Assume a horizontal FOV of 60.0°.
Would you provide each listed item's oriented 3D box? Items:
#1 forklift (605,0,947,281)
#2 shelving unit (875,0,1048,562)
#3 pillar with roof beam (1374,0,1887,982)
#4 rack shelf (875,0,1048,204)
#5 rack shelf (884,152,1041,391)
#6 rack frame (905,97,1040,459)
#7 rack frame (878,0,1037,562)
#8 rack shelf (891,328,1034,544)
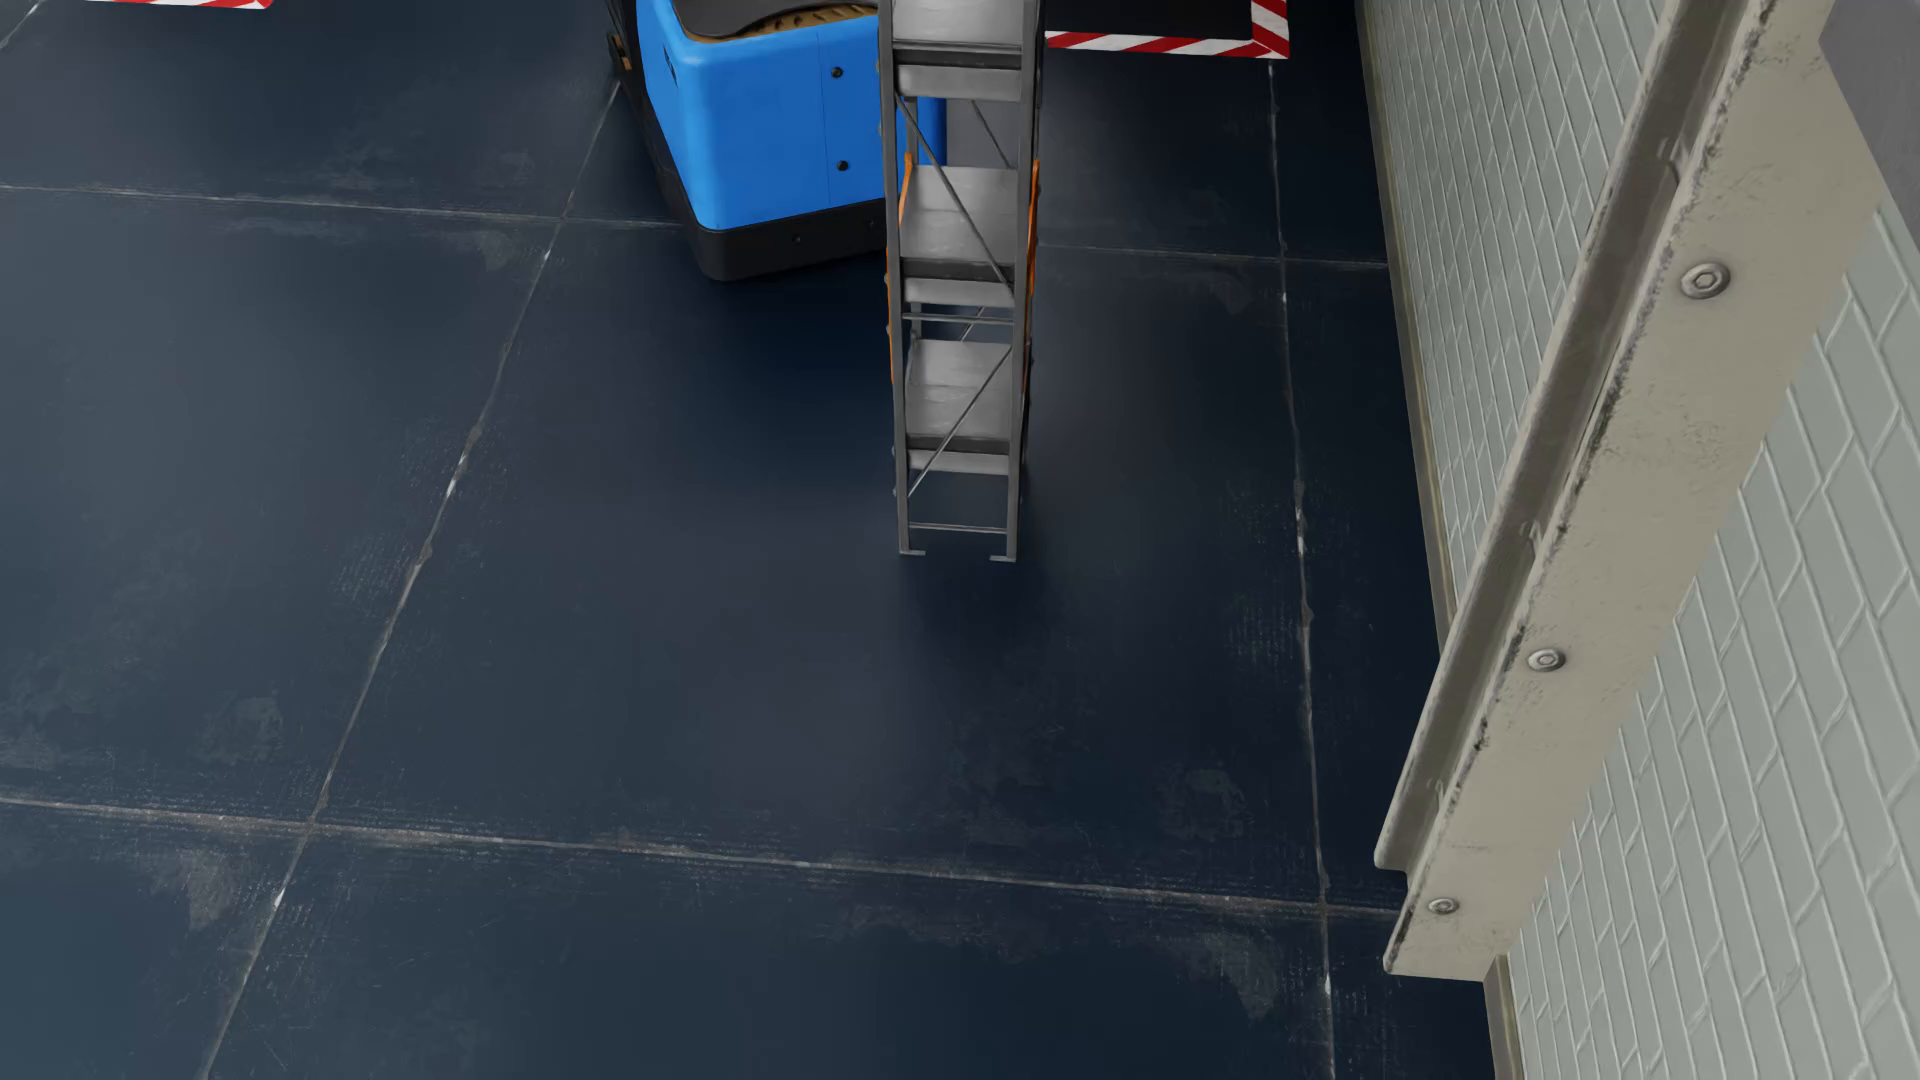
[{"bbox_3d":[-0.995,-3.127,6.623,1.130,2.935,3.031,-14,49,-13],"label":"forklift"},{"bbox_3d":[0.015,-0.830,5.086,0.431,2.100,0.503,4,48,4],"label":"shelving unit"},{"bbox_3d":[-2.930,-2.252,1.712,9.100,9.000,0.400,4,48,4],"label":"pillar with roof beam"},{"bbox_3d":[0.015,-1.294,4.580,0.431,0.518,0.480,4,48,4],"label":"rack shelf"},{"bbox_3d":[0.015,-0.821,5.097,0.431,0.518,0.480,4,48,4],"label":"rack shelf"},{"bbox_3d":[0.037,-1.010,5.250,0.400,2.100,0.015,4,48,4],"label":"rack frame"},{"bbox_3d":[-0.007,-0.651,4.922,0.400,2.100,0.015,4,48,4],"label":"rack frame"},{"bbox_3d":[0.015,-0.349,5.613,0.431,0.518,0.480,4,48,4],"label":"rack shelf"}]
